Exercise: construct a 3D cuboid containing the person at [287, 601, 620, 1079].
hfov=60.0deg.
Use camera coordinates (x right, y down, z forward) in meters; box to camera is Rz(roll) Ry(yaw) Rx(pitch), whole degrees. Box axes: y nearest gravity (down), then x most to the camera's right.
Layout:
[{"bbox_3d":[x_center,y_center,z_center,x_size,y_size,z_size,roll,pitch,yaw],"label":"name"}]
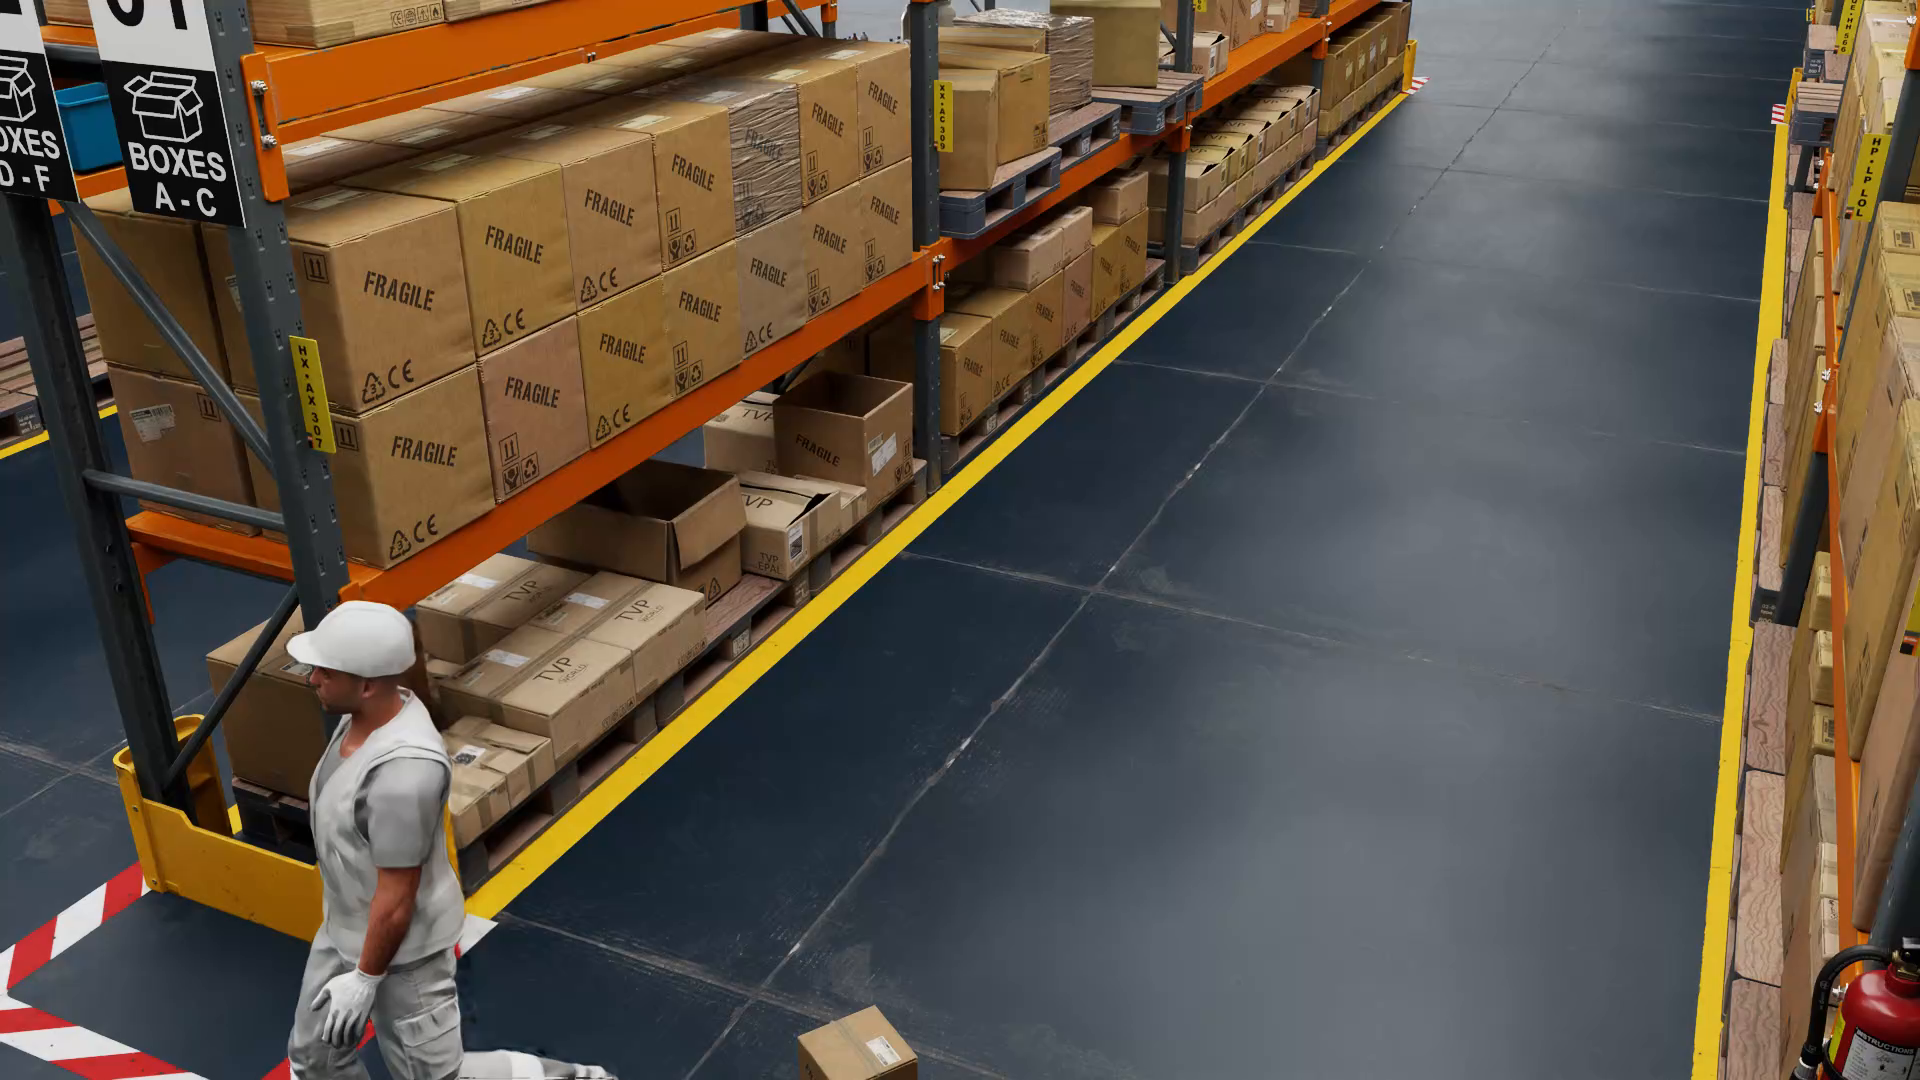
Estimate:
[{"bbox_3d":[-1.394,0.946,4.128,0.929,1.742,0.531,-15,30,-28],"label":"person"}]
